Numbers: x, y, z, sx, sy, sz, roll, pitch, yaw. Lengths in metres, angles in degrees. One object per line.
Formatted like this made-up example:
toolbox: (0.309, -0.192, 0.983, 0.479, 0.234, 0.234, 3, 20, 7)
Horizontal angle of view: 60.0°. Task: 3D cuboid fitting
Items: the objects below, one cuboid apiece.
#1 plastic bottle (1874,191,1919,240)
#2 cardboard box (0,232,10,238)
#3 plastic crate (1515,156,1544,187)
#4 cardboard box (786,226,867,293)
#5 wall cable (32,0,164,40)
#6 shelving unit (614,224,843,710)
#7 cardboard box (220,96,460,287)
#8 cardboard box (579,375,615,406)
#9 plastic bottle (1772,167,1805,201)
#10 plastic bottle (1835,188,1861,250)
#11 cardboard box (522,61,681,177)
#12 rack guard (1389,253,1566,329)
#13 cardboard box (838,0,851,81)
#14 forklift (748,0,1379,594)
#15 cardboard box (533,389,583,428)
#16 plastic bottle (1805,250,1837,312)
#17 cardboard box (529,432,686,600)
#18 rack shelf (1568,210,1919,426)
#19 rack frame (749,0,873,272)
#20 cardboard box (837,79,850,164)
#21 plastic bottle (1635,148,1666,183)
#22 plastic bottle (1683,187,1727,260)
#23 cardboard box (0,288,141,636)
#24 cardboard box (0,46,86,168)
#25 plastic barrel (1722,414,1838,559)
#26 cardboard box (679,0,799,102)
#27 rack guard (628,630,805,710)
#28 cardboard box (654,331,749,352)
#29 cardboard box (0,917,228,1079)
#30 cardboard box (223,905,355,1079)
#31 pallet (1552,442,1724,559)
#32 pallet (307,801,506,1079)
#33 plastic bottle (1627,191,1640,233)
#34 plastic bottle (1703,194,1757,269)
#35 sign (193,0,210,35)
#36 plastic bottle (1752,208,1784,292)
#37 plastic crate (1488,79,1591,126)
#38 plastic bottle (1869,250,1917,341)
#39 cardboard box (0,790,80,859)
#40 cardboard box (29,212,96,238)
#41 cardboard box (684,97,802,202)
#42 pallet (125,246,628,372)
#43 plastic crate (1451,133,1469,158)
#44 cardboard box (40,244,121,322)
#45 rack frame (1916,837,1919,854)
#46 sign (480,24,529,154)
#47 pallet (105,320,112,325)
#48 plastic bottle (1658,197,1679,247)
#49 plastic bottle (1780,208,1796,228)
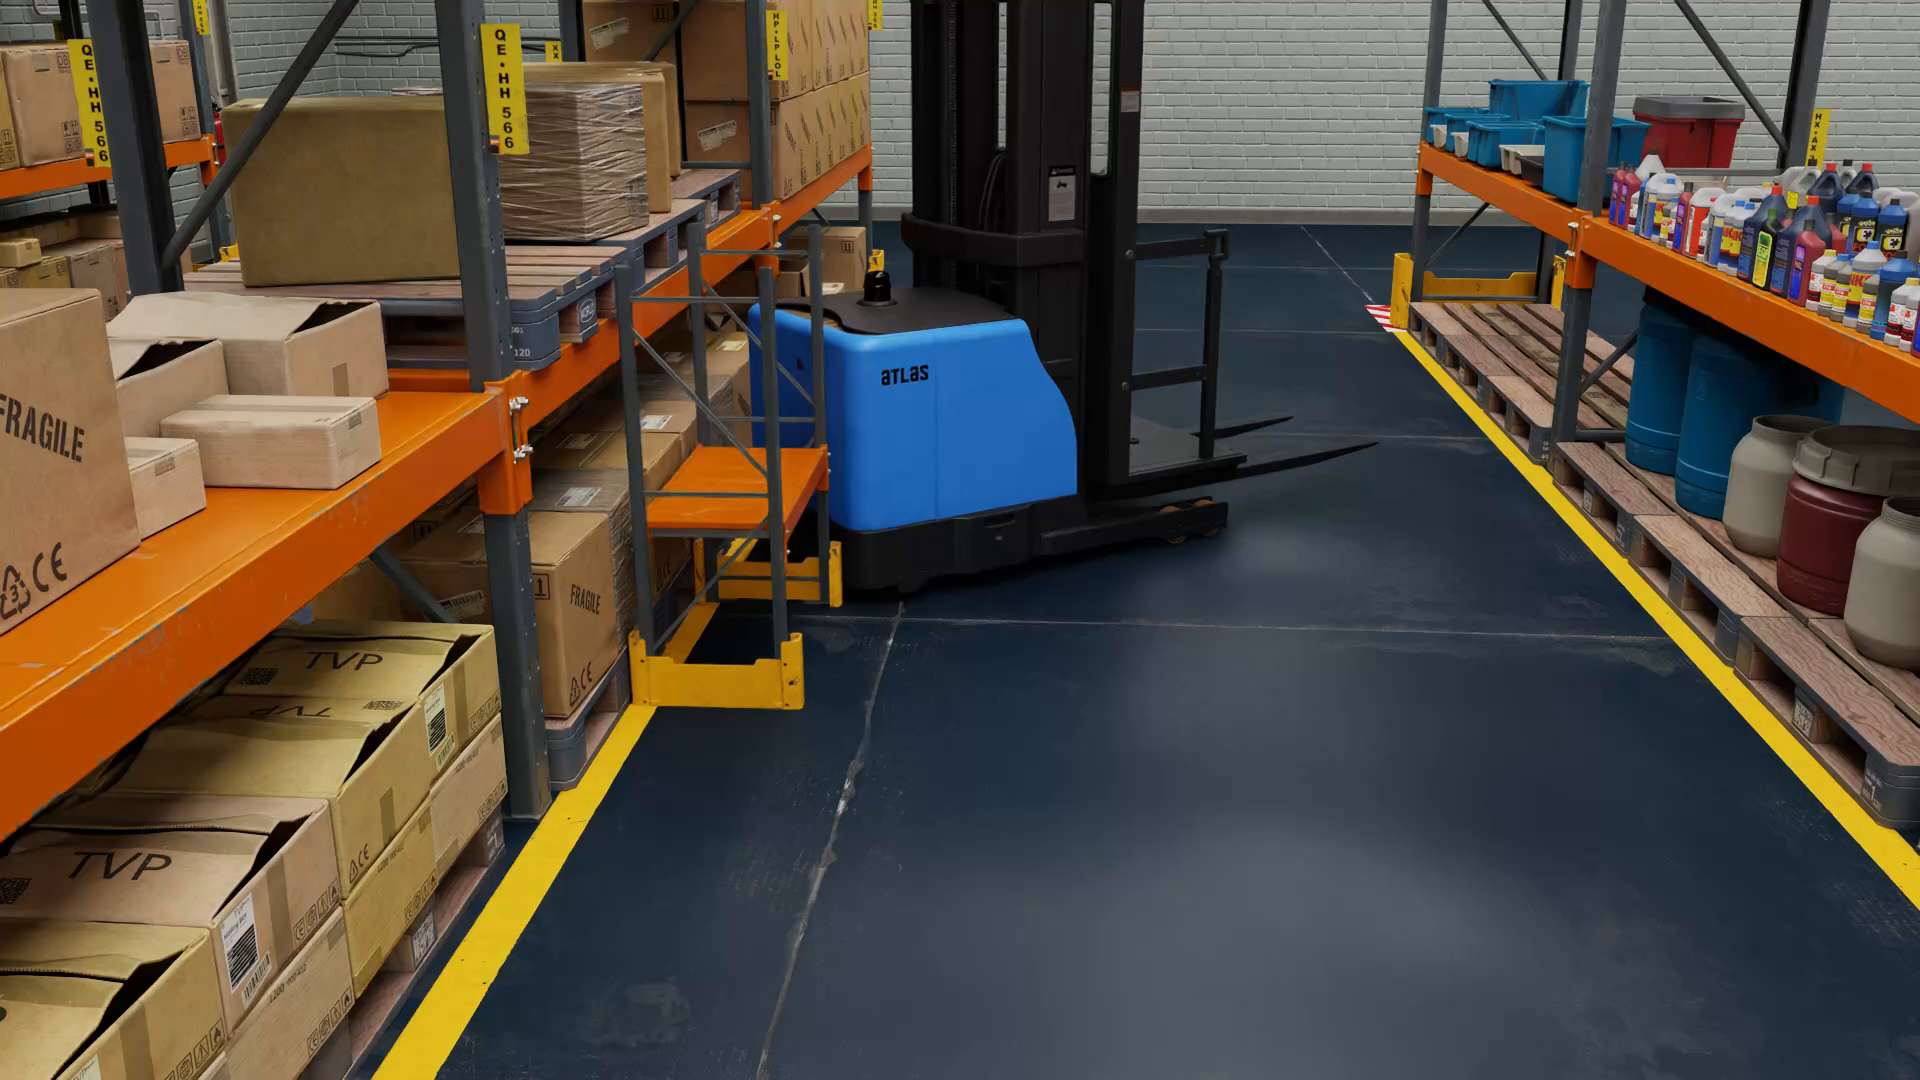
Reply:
plastic bottle: (3.721, -1.254, 6.631, 0.152, 0.276, 0.135, 1, 18, 4)
cardboard box: (-6.345, -1.889, 10.669, 0.380, 0.149, 0.250, 1, 18, 3)
plastic crate: (3.311, -2.006, 9.072, 0.437, 0.125, 0.590, 1, 18, 4)
cardboard box: (-0.948, -1.955, 11.880, 0.500, 0.500, 0.500, 1, 18, 4)
wall cable: (-6.948, -4.119, 13.546, 0.084, 1.984, 1.851, 1, 18, 4)
shelving unit: (-0.799, -0.306, 5.944, 0.587, 1.500, 1.083, 1, 18, 4)
cardboard box: (-1.796, -1.069, 5.033, 0.700, 0.500, 0.500, -5, 19, -15)
cardboard box: (-1.790, -0.421, 7.200, 0.500, 0.500, 0.500, 2, 18, 5)
plastic bottle: (3.793, -1.566, 7.583, 0.152, 0.276, 0.135, 1, 18, 4)
plastic bottle: (3.605, -1.290, 6.751, 0.097, 0.271, 0.097, 0, 18, 0)
cardboard box: (-1.699, -1.971, 7.786, 0.700, 0.500, 0.500, -5, 19, -15)
rack guard: (3.774, -1.816, 12.164, 1.175, 0.500, 0.348, 1, 18, 4)
cardboard box: (-0.980, -3.169, 10.509, 0.500, 0.500, 0.500, 2, 18, 5)
forklift: (0.606, -1.503, 7.303, 3.031, 2.935, 1.130, -11, 21, -30)
cardboard box: (-1.826, -0.632, 6.639, 0.500, 0.250, 0.500, 1, 18, 3)
plastic bottle: (2.907, -0.871, 5.584, 0.097, 0.201, 0.097, 0, 18, 0)
cardboard box: (-1.338, -0.098, 6.214, 0.500, 0.500, 0.500, 1, 18, 3)
rack shelf: (3.355, -0.791, 6.176, 1.077, 0.370, 4.000, 1, 18, 4)
rack frame: (-1.155, -3.108, 12.092, 1.000, 3.000, 0.127, 1, 18, 4)
cardboard box: (-0.990, -2.695, 10.669, 0.500, 0.500, 0.500, 1, 18, 4)
plastic bottle: (3.147, -1.616, 7.617, 0.144, 0.351, 0.185, 1, 18, 4)
plastic bottle: (3.019, -1.272, 6.688, 0.152, 0.276, 0.135, 1, 18, 4)
cardboard box: (-1.832, -0.150, 2.902, 0.500, 0.500, 0.500, 0, 18, 1)
cardboard box: (-6.227, -2.739, 10.483, 0.980, 0.700, 0.700, 0, 18, 1)
plastic barrel: (3.262, -0.210, 6.567, 0.421, 0.512, 0.421, 0, 18, 0)
cardboard box: (-1.127, -2.529, 8.557, 0.500, 0.500, 0.500, 2, 18, 5)
rack guard: (-0.828, 0.443, 5.667, 0.587, 0.250, 0.087, 1, 18, 4)
cardboard box: (-1.191, -0.728, 8.134, 0.500, 0.500, 0.500, 1, 18, 4)
cardboard box: (-1.628, 0.859, 2.825, 0.500, 0.311, 0.500, 2, 18, 5)
cardboard box: (-1.595, 0.969, 3.391, 0.500, 0.250, 0.500, 2, 18, 5)
pallet: (3.402, -0.190, 7.665, 1.003, 0.211, 1.213, 1, 18, 4)
pallet: (-1.826, 0.956, 4.166, 1.003, 0.211, 1.213, 1, 18, 4)
plastic bottle: (3.047, -1.478, 7.435, 0.097, 0.201, 0.097, 0, 18, 0)
plastic bottle: (3.003, -1.200, 6.469, 0.152, 0.276, 0.135, 1, 18, 4)
sign: (-5.556, -3.864, 12.158, 0.100, 0.325, 0.005, 1, 18, 4)
plastic bottle: (2.920, -1.045, 5.984, 0.061, 0.283, 0.133, 1, 18, 4)
plastic crate: (3.948, -2.934, 11.406, 0.616, 0.435, 0.499, 1, 18, 4)
plastic bottle: (2.873, -0.754, 5.112, 0.097, 0.271, 0.097, 0, 18, 0)
cardboard box: (-2.127, 0.695, 3.326, 0.500, 0.311, 0.500, 1, 18, 2)
cardboard box: (-6.272, -2.204, 11.630, 0.380, 0.149, 0.250, 1, 18, 4)
cardboard box: (-1.133, -2.066, 8.749, 0.500, 0.500, 0.500, 2, 18, 5)
pallet: (-1.750, -0.745, 5.186, 1.213, 0.211, 1.003, 1, 18, 4)
plastic crate: (3.285, -2.522, 10.630, 0.250, 0.136, 0.298, 1, 18, 4)
cardboard box: (-6.118, -1.698, 11.128, 0.700, 0.500, 0.500, 1, 18, 2)
rack frame: (3.212, -0.512, 4.168, 1.000, 3.000, 0.127, 1, 18, 4)
sign: (-1.174, -1.163, 4.294, 0.100, 0.325, 0.005, 1, 18, 4)
pallet: (-6.165, -1.265, 10.944, 1.003, 0.211, 1.213, 1, 18, 4)
plastic bottle: (3.017, -1.345, 7.031, 0.097, 0.201, 0.097, 0, 18, 0)
plastic bottle: (2.981, -1.044, 5.980, 0.061, 0.283, 0.133, 1, 18, 4)
